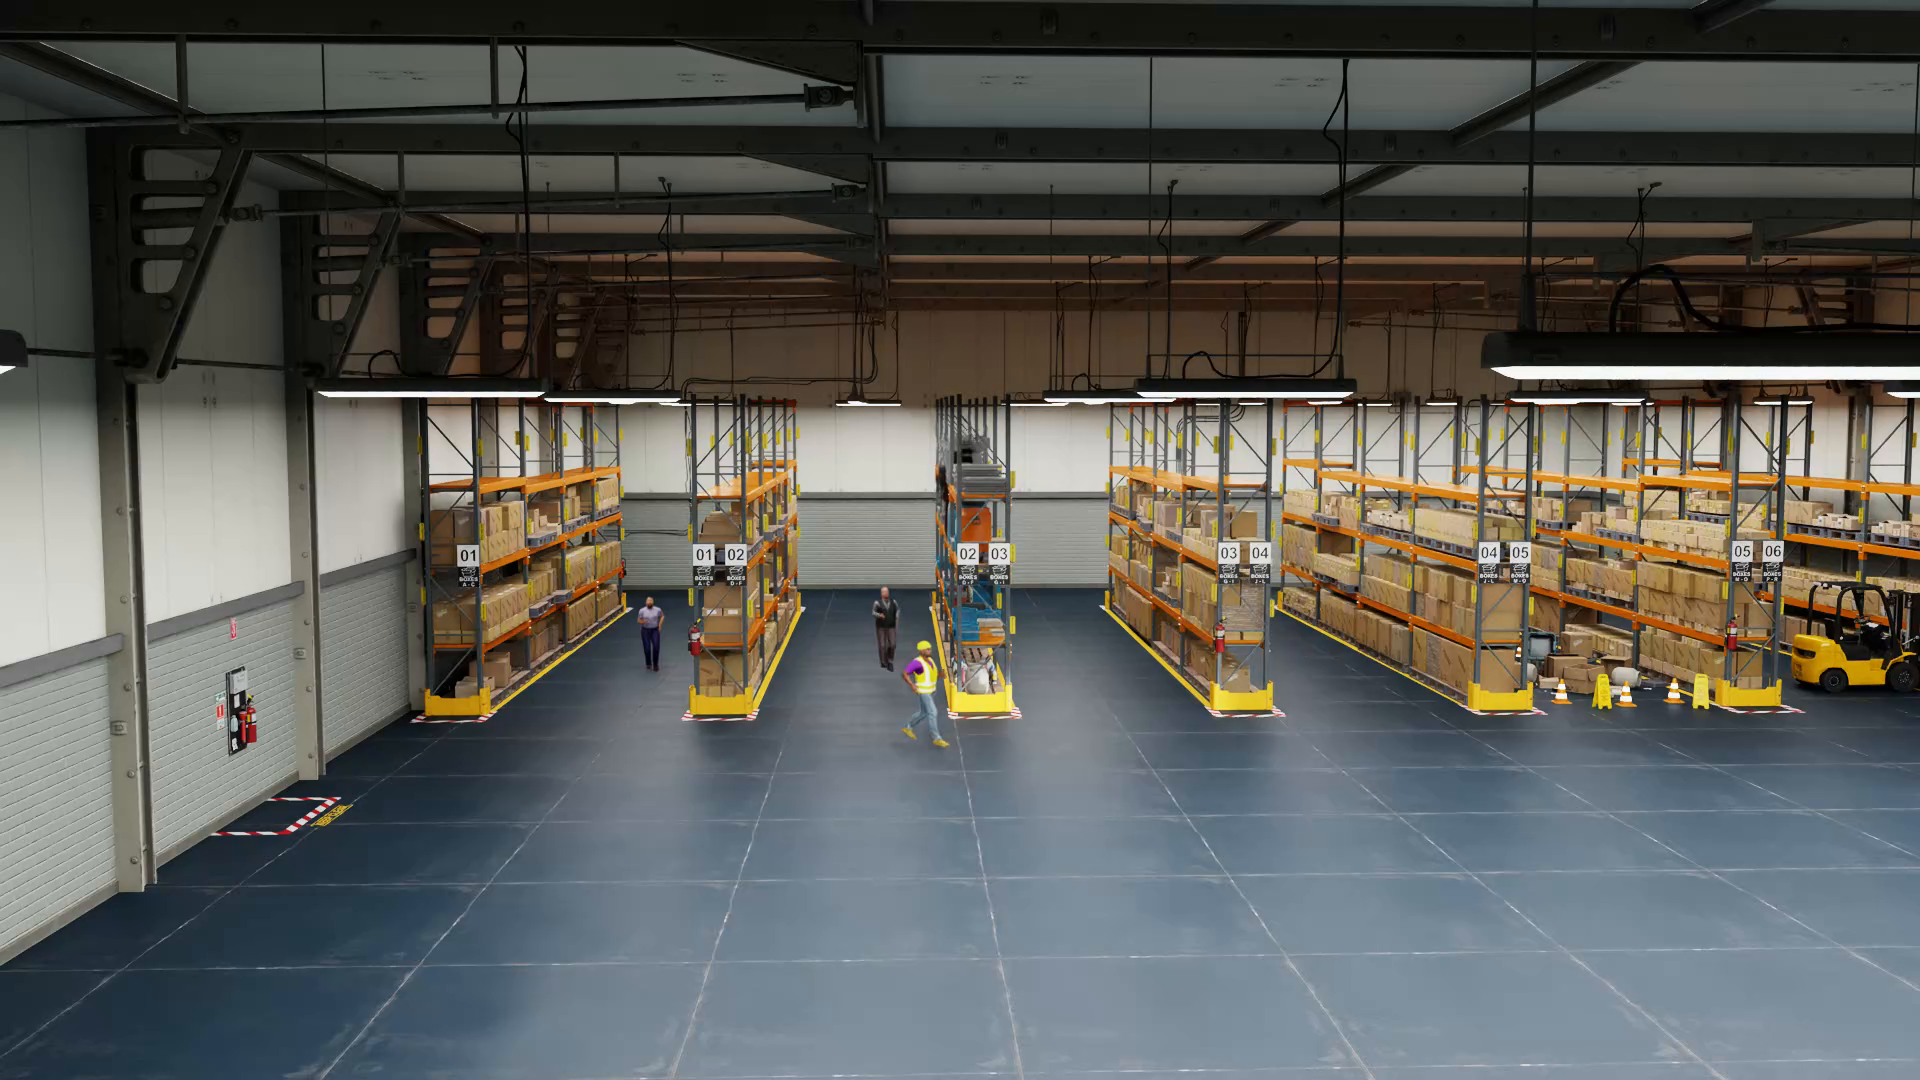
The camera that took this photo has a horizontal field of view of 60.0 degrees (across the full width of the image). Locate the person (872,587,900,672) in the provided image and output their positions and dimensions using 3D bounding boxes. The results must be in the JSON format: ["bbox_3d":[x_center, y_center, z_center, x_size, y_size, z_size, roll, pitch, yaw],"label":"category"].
[{"bbox_3d":[-1.517,1.879,34.657,0.642,1.783,0.651,-1,5,-13],"label":"person"}]

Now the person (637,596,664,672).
[{"bbox_3d":[-6.743,2.065,36.270,0.586,1.669,0.661,-1,5,-11],"label":"person"}]

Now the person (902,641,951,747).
[{"bbox_3d":[-0.582,2.589,28.244,0.982,1.757,0.700,2,5,24],"label":"person"}]

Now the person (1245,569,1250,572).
[{"bbox_3d":[7.928,1.233,46.730,0.722,1.635,0.746,1,5,14],"label":"person"}]
